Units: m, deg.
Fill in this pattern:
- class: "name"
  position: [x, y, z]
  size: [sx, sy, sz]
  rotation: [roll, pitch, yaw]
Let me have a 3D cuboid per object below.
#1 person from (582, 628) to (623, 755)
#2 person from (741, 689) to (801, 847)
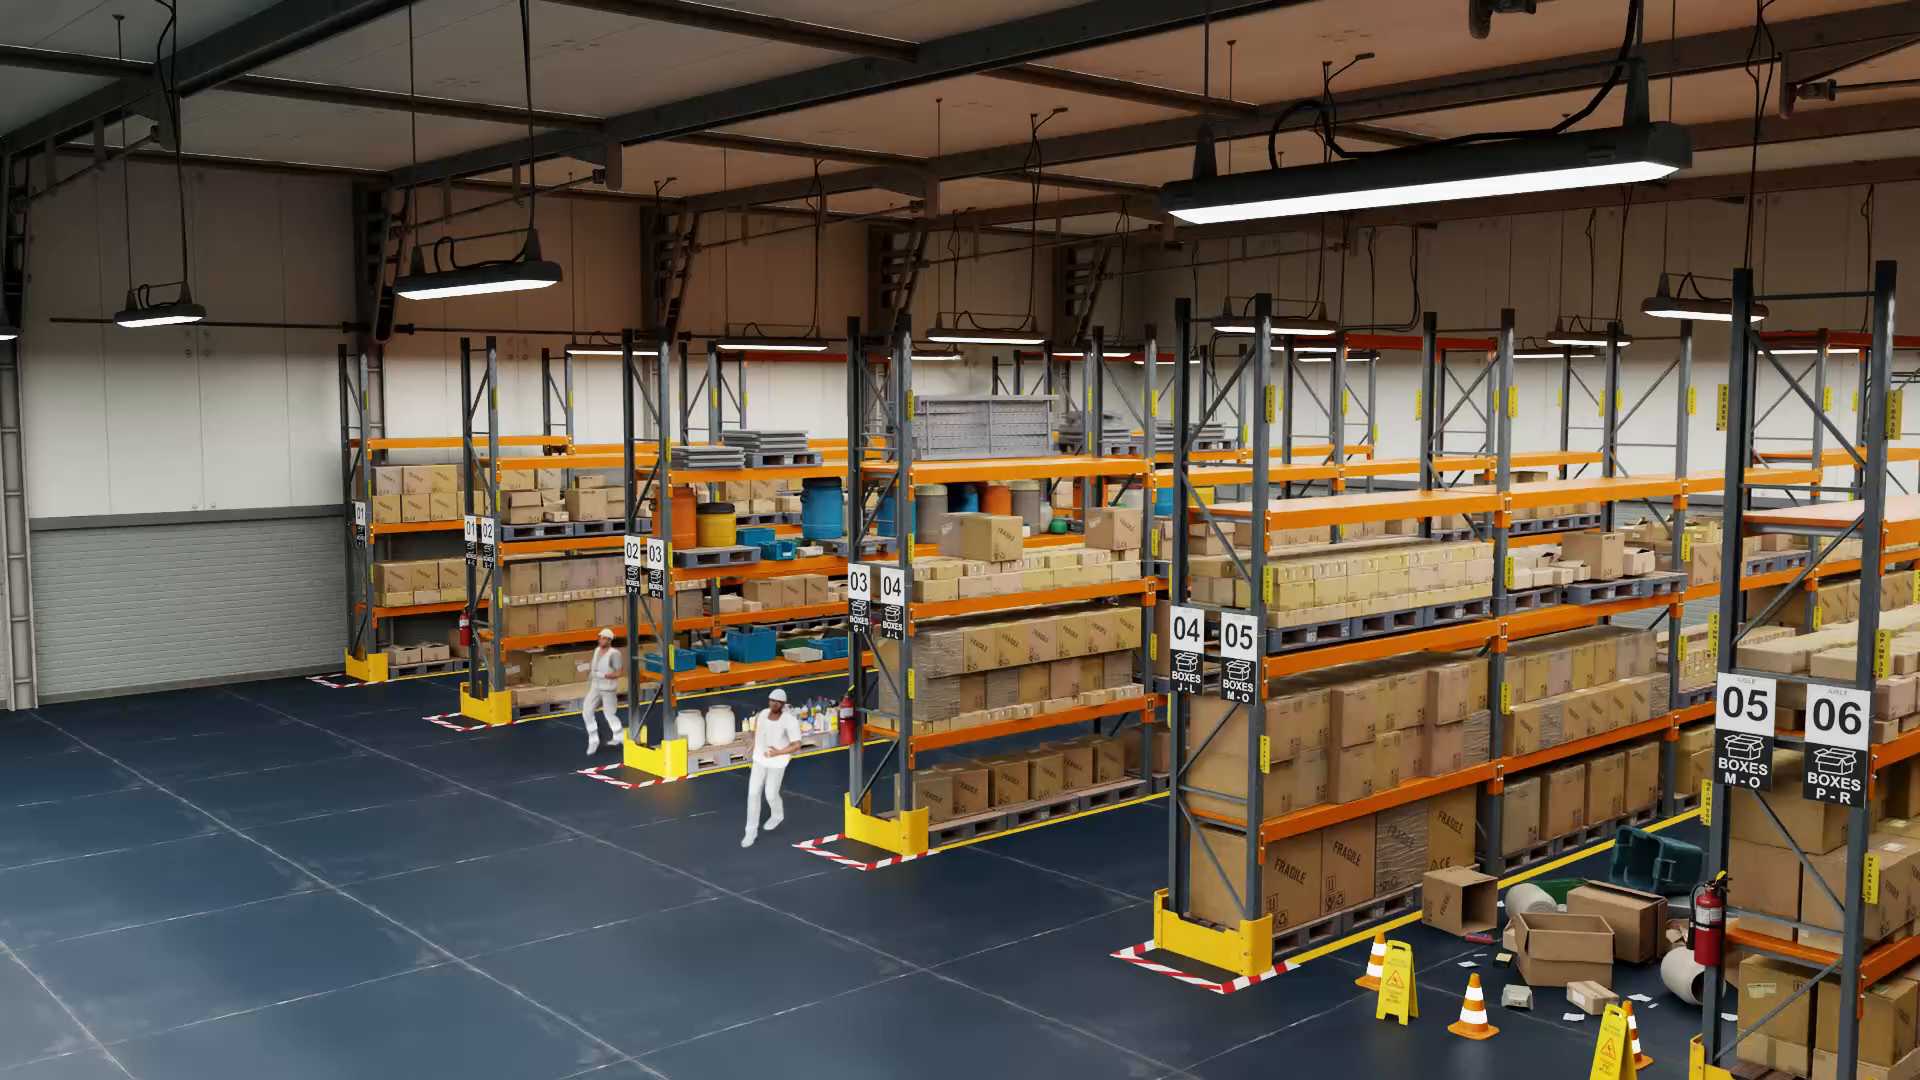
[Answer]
- class: "person"
  position: [-5.058, 2.168, 23.791]
  size: [0.648, 1.833, 0.732]
  rotation: [3, 6, 28]
- class: "person"
  position: [-2.140, 2.580, 19.133]
  size: [0.712, 1.774, 0.846]
  rotation: [2, 5, 19]
